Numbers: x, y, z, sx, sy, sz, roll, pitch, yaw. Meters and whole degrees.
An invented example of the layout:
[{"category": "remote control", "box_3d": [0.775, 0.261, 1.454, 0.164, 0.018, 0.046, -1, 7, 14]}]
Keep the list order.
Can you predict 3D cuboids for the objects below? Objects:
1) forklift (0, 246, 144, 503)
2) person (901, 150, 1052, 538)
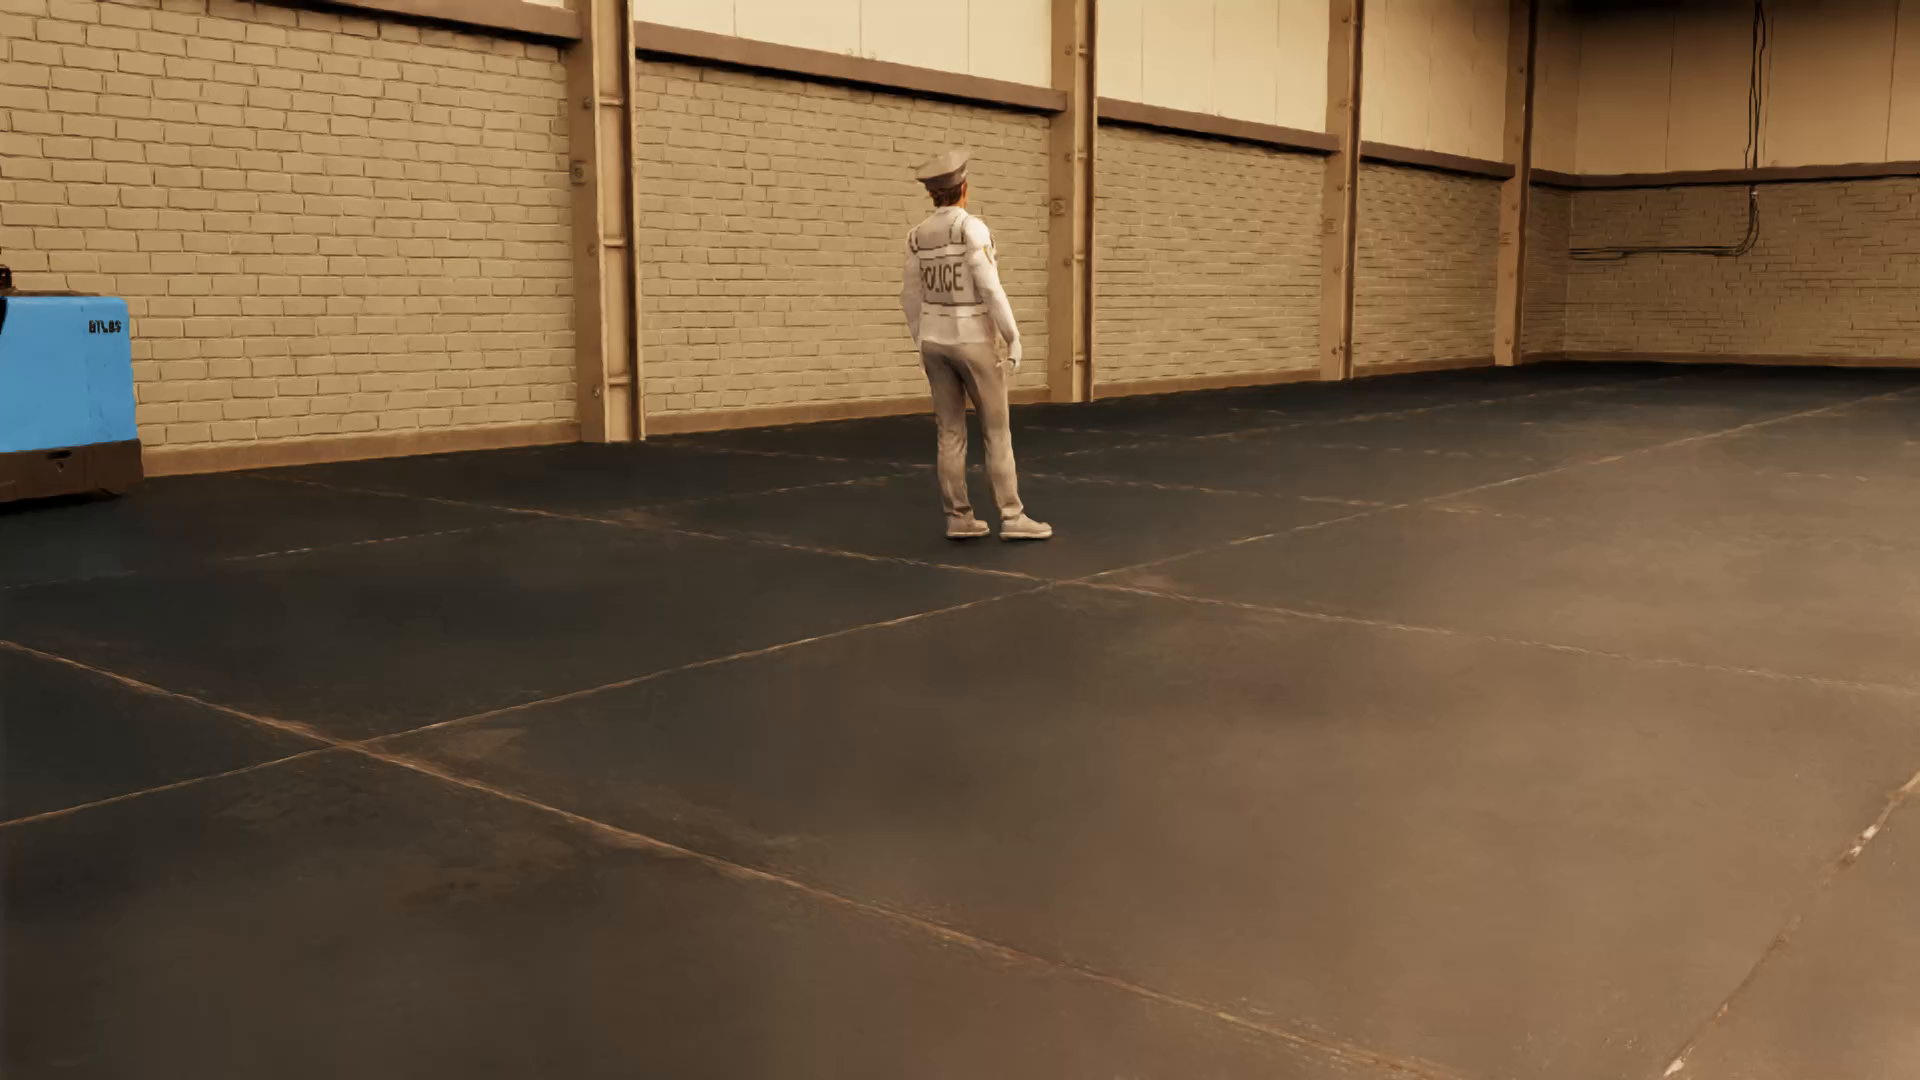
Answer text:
[{"category": "forklift", "box_3d": [-5.393, -1.513, 7.624, 1.130, 2.935, 3.031, 3, 9, 19]}, {"category": "person", "box_3d": [0.048, -0.853, 7.329, 0.586, 1.695, 0.533, 7, 11, 38]}]
